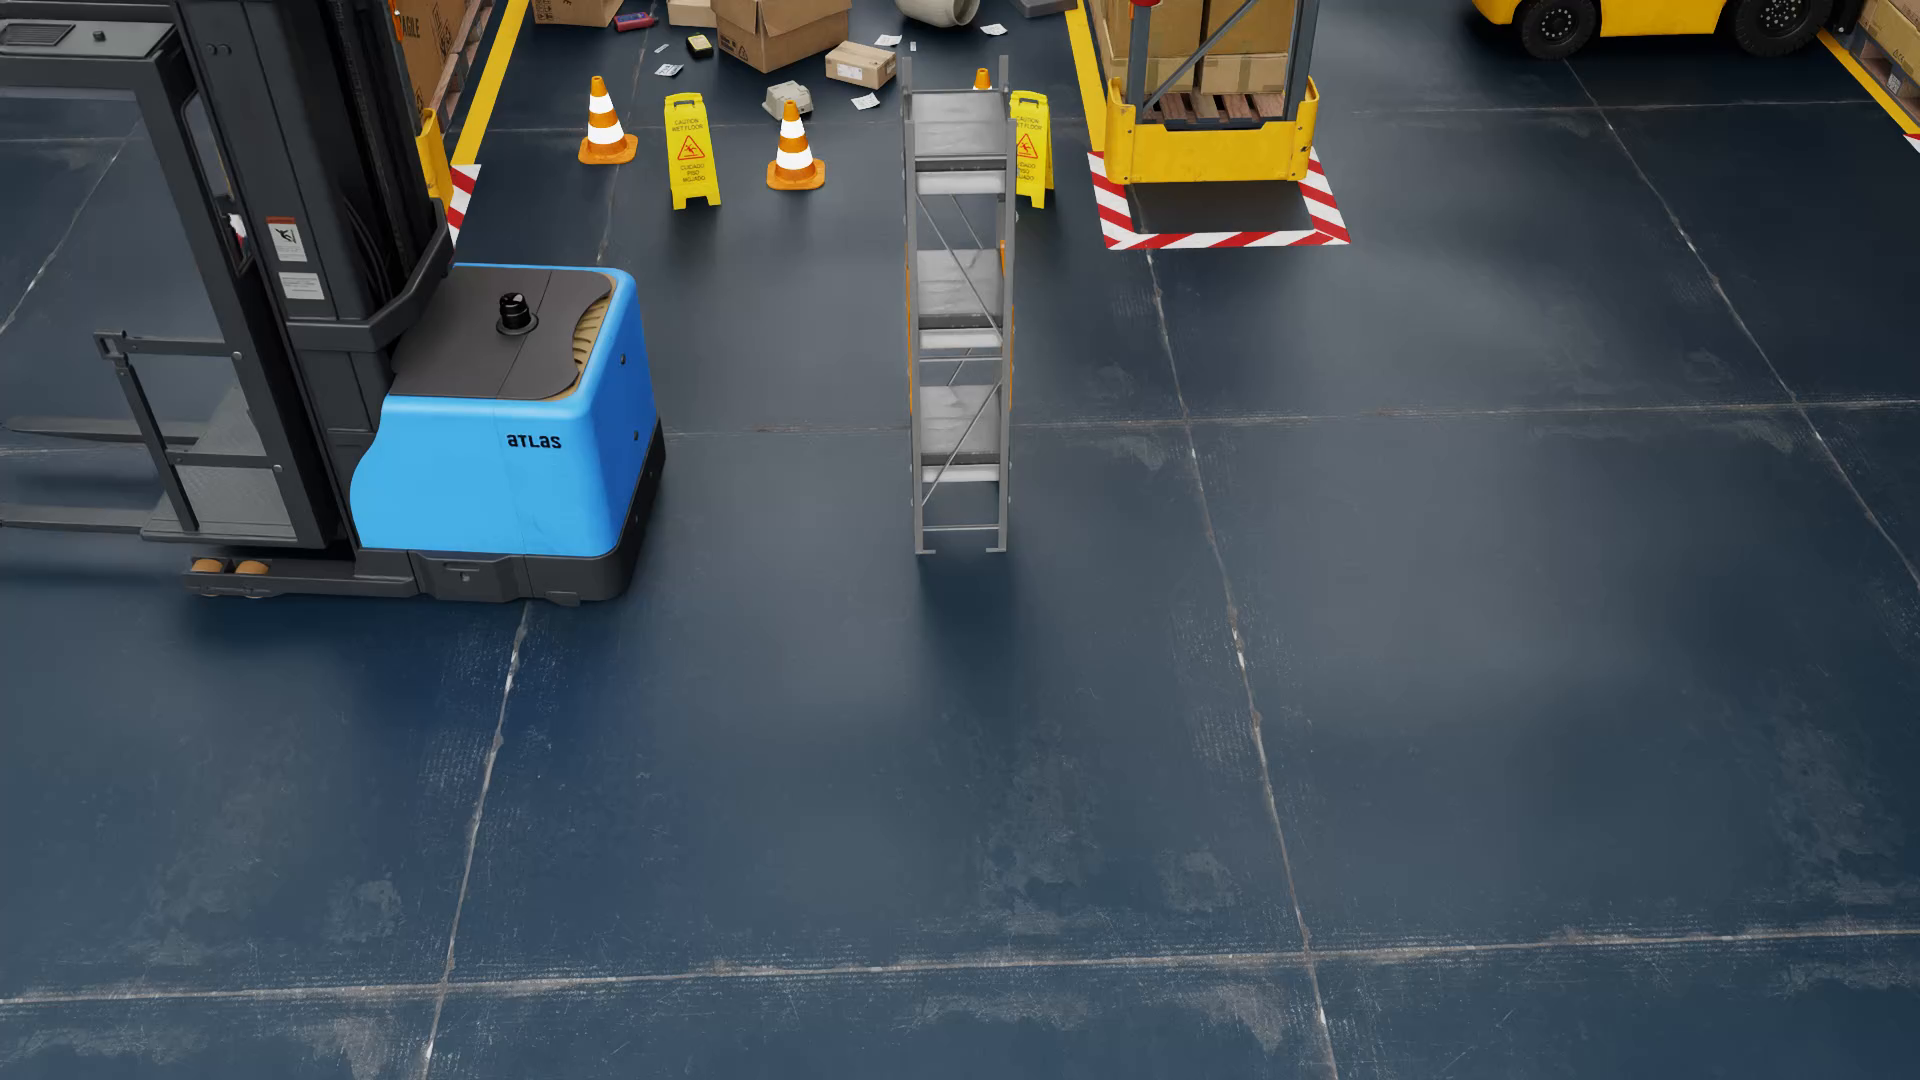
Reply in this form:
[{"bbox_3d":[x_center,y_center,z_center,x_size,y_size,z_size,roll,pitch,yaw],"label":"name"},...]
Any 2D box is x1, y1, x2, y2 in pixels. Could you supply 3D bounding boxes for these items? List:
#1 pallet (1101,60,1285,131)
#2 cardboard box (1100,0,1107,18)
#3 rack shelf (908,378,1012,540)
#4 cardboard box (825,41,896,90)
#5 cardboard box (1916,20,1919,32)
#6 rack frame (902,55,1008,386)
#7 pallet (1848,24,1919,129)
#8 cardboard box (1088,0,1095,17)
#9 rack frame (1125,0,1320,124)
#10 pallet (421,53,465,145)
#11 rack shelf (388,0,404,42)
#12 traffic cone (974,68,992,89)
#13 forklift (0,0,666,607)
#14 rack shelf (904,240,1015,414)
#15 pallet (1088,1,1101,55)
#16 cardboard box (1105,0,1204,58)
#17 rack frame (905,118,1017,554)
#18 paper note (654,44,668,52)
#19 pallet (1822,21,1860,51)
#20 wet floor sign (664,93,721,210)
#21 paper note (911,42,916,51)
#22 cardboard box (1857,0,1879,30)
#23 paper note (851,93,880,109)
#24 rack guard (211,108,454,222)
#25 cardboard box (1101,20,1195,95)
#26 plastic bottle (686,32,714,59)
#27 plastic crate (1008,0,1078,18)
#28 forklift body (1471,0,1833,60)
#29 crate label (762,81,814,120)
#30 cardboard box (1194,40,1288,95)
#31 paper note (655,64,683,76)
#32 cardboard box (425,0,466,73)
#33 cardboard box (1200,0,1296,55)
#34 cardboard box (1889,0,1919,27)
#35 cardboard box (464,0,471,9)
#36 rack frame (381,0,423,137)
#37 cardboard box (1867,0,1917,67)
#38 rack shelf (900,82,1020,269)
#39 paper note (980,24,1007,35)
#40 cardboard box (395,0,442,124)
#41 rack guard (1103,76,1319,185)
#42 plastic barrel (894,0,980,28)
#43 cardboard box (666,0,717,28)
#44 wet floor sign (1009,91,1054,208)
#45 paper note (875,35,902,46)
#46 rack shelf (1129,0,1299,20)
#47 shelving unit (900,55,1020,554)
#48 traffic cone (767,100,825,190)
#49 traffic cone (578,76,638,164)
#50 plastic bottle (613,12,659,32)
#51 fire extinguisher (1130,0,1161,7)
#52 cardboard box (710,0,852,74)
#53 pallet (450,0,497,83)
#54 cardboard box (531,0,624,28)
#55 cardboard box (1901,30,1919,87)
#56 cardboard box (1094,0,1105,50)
[{"bbox_3d":[1.440,-2.822,10.323,1.003,0.211,1.213,-2,43,-2],"label":"pallet"},{"bbox_3d":[1.123,-3.553,10.225,0.500,0.500,0.500,0,43,0],"label":"cardboard box"},{"bbox_3d":[-0.007,-0.360,7.294,0.431,0.518,0.480,-2,43,-2],"label":"rack shelf"},{"bbox_3d":[-0.631,-3.025,10.590,0.380,0.149,0.250,19,46,20],"label":"cardboard box"},{"bbox_3d":[6.069,-3.040,9.850,0.500,0.250,0.500,-2,43,-2],"label":"cardboard box"},{"bbox_3d":[-0.017,-1.051,6.992,0.400,2.100,0.015,-2,43,-2],"label":"rack frame"},{"bbox_3d":[6.328,-2.882,10.387,1.003,0.211,1.213,-2,43,-2],"label":"pallet"},{"bbox_3d":[1.098,-3.632,10.866,0.500,0.250,0.500,-3,43,-3],"label":"cardboard box"},{"bbox_3d":[1.443,-3.250,8.725,1.000,3.000,0.127,-2,43,-2],"label":"rack frame"},{"bbox_3d":[-3.611,-2.549,10.024,1.003,0.211,1.213,-2,43,-2],"label":"pallet"},{"bbox_3d":[-3.583,-4.124,10.212,1.077,0.370,4.000,-2,43,-2],"label":"rack shelf"},{"bbox_3d":[0.136,-2.568,9.859,0.336,0.463,0.334,-2,43,-2],"label":"traffic cone"},{"bbox_3d":[-2.901,-1.184,6.523,3.031,2.935,1.130,2,43,3],"label":"forklift"},{"bbox_3d":[-0.007,-0.876,6.821,0.431,0.518,0.480,-2,43,-2],"label":"rack shelf"},{"bbox_3d":[1.392,-3.644,11.219,1.003,0.211,1.213,-2,43,-2],"label":"pallet"},{"bbox_3d":[1.148,-3.201,9.841,0.500,0.500,0.500,-1,43,-2],"label":"cardboard box"},{"bbox_3d":[0.003,-0.721,6.632,0.400,2.100,0.015,-2,43,-2],"label":"rack frame"},{"bbox_3d":[-1.958,-3.227,10.912,0.032,0.001,0.123,19,46,20],"label":"paper note"},{"bbox_3d":[6.279,-3.703,11.284,1.003,0.211,1.213,-2,43,-2],"label":"pallet"},{"bbox_3d":[-1.519,-2.209,9.332,0.267,0.644,0.232,-8,43,-9],"label":"wet floor sign"},{"bbox_3d":[-0.308,-3.247,10.935,0.032,0.001,0.123,-2,43,-2],"label":"paper note"},{"bbox_3d":[6.042,-3.518,10.742,0.500,0.250,0.500,-1,43,-1],"label":"cardboard box"},{"bbox_3d":[-0.586,-2.736,10.362,0.148,0.019,0.142,-16,45,-16],"label":"paper note"},{"bbox_3d":[-3.497,-2.102,9.323,1.175,0.500,0.348,-2,43,-2],"label":"rack guard"},{"bbox_3d":[1.139,-2.945,10.117,0.500,0.250,0.500,-2,43,-2],"label":"cardboard box"},{"bbox_3d":[-1.716,-3.248,10.898,0.133,0.061,0.283,-16,45,-16],"label":"plastic bottle"},{"bbox_3d":[0.520,-3.790,11.476,0.402,0.080,0.583,-16,45,-16],"label":"plastic crate"},{"bbox_3d":[4.499,-4.310,10.509,2.313,2.155,1.214,-2,43,-2],"label":"forklift body"},{"bbox_3d":[-1.054,-2.715,10.261,0.250,0.136,0.298,-23,47,-23],"label":"crate label"},{"bbox_3d":[1.685,-2.943,10.115,0.500,0.250,0.500,-2,43,-2],"label":"cardboard box"},{"bbox_3d":[-1.867,-3.023,10.677,0.144,0.017,0.142,12,44,13],"label":"paper note"},{"bbox_3d":[-3.633,-3.461,10.217,0.875,0.875,0.875,-2,43,-2],"label":"cardboard box"},{"bbox_3d":[1.683,-3.236,9.879,0.500,0.500,0.500,-3,43,-3],"label":"cardboard box"},{"bbox_3d":[6.058,-3.379,10.220,0.500,0.250,0.500,-2,43,-2],"label":"cardboard box"},{"bbox_3d":[-3.669,-4.076,10.889,0.875,0.875,0.875,-1,43,-1],"label":"cardboard box"},{"bbox_3d":[-3.498,-3.039,8.496,1.000,3.000,0.127,-2,43,-2],"label":"rack frame"},{"bbox_3d":[6.055,-3.180,10.373,0.500,0.250,0.500,-2,43,-2],"label":"cardboard box"},{"bbox_3d":[-0.007,-1.392,6.348,0.431,0.518,0.480,-2,43,-2],"label":"rack shelf"},{"bbox_3d":[0.228,-3.412,11.100,0.142,0.019,0.148,-16,45,-16],"label":"paper note"},{"bbox_3d":[-3.593,-2.867,9.569,0.875,0.875,0.875,-1,43,-2],"label":"cardboard box"},{"bbox_3d":[1.440,-2.379,9.626,1.175,0.500,0.348,-2,43,-2],"label":"rack guard"},{"bbox_3d":[-0.158,-3.651,11.069,0.512,0.421,0.421,27,49,27],"label":"plastic barrel"},{"bbox_3d":[-1.755,-3.624,11.157,0.396,0.266,0.258,5,43,6],"label":"cardboard box"},{"bbox_3d":[0.382,-2.223,9.347,0.267,0.644,0.232,12,44,13],"label":"wet floor sign"},{"bbox_3d":[-0.472,-3.310,10.996,0.148,0.019,0.142,12,44,13],"label":"paper note"},{"bbox_3d":[1.358,-4.335,10.441,1.077,0.370,4.000,-2,43,-2],"label":"rack shelf"},{"bbox_3d":[-0.007,-0.886,6.812,0.431,2.100,0.503,-2,43,-2],"label":"shelving unit"},{"bbox_3d":[-0.959,-2.306,9.573,0.336,0.463,0.334,-2,43,-2],"label":"traffic cone"},{"bbox_3d":[-2.102,-2.503,9.788,0.336,0.463,0.334,-2,43,-2],"label":"traffic cone"},{"bbox_3d":[-2.170,-3.482,11.153,0.283,0.061,0.133,-16,45,-16],"label":"plastic bottle"},{"bbox_3d":[0.987,-3.131,8.652,0.296,0.674,0.183,-2,43,-2],"label":"fire extinguisher"},{"bbox_3d":[-1.161,-3.443,10.783,0.797,0.503,0.637,-32,51,-30],"label":"cardboard box"},{"bbox_3d":[-3.659,-3.371,10.921,1.003,0.211,1.213,-2,43,-2],"label":"pallet"},{"bbox_3d":[-2.577,-3.801,11.174,0.500,0.500,0.500,5,43,6],"label":"cardboard box"},{"bbox_3d":[6.066,-2.844,10.007,0.500,0.250,0.500,-1,43,-1],"label":"cardboard box"},{"bbox_3d":[1.126,-3.279,10.481,0.500,0.250,0.500,-1,43,-2],"label":"cardboard box"}]
